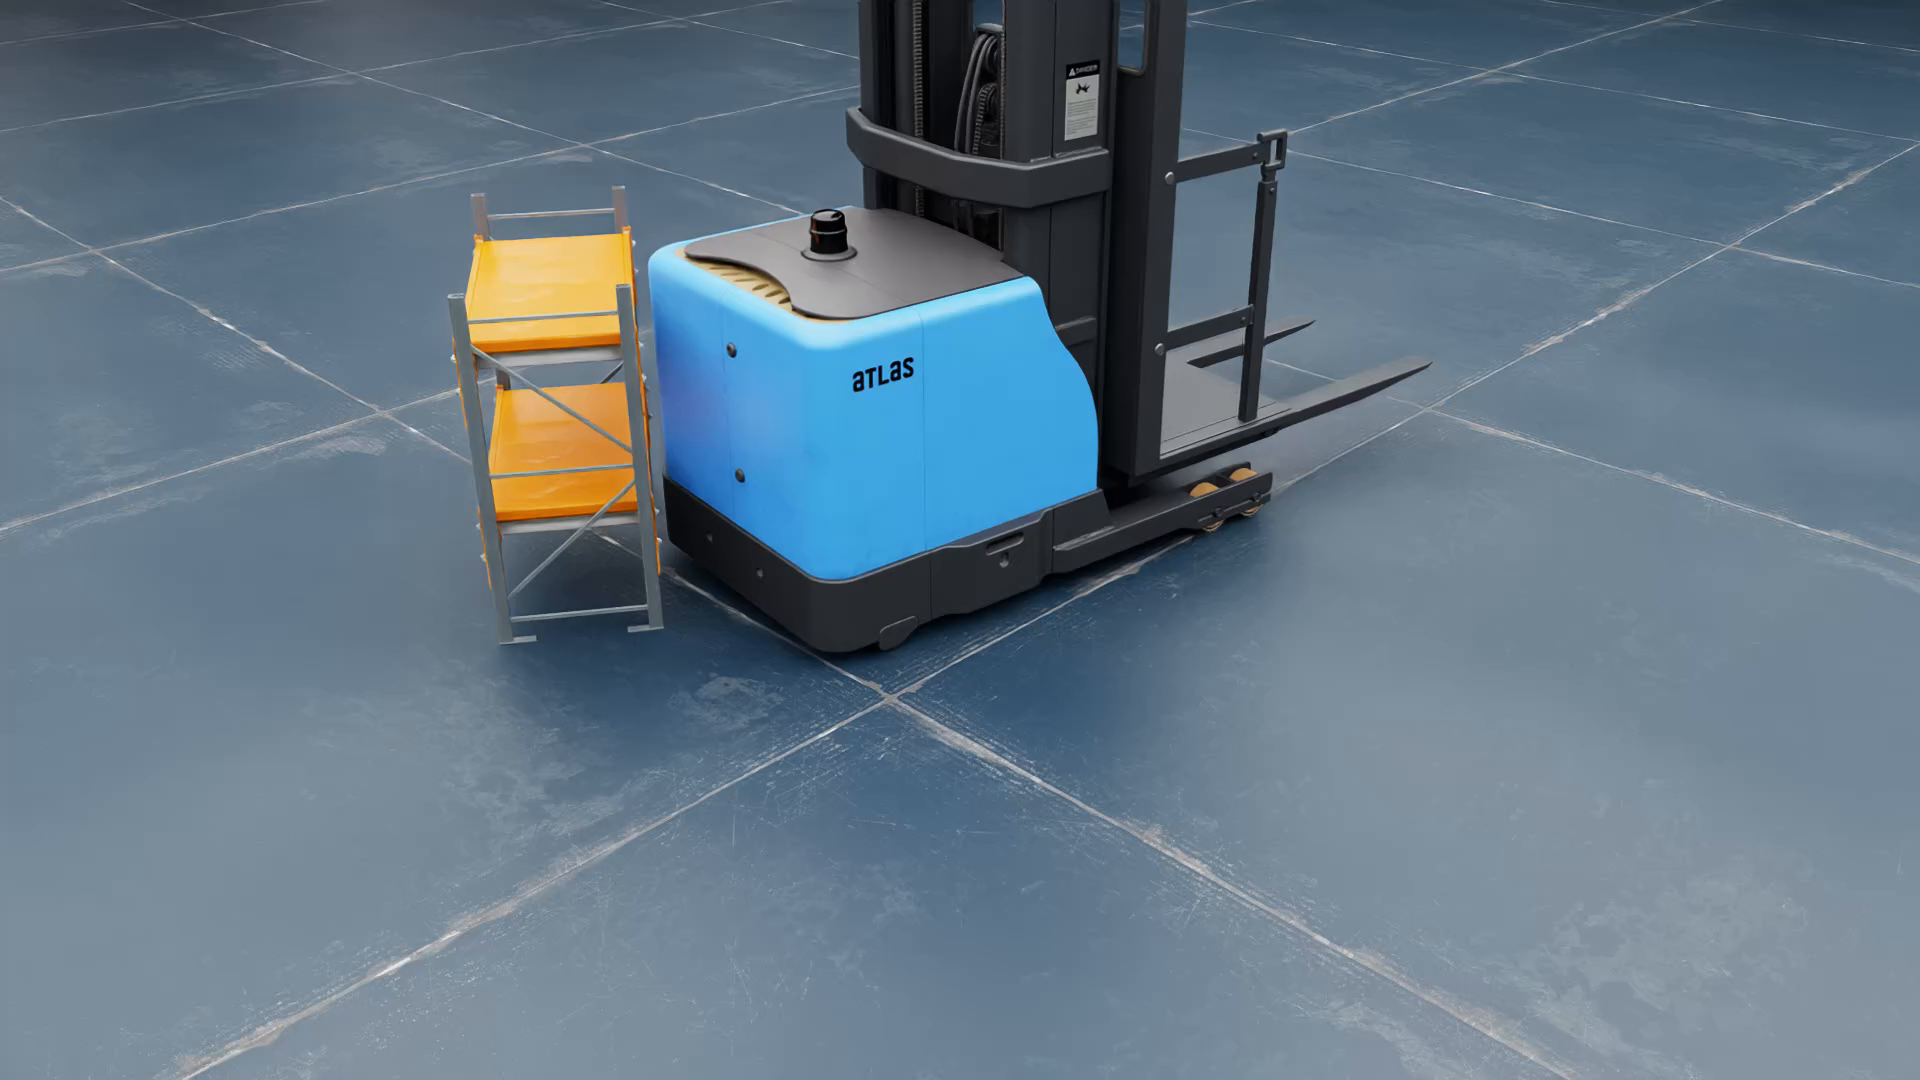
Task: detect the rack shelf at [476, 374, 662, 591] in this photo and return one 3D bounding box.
[{"bbox_3d":[-1.275,-0.217,5.480,0.538,0.278,1.000,-5,28,-10],"label":"rack shelf"}]

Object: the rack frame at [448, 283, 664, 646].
[{"bbox_3d":[-1.178,-0.201,4.924,0.500,1.125,0.032,-5,28,-10],"label":"rack frame"}]

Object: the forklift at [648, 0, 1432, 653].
[{"bbox_3d":[0.486,-1.502,5.458,3.031,2.935,1.130,-20,34,-33],"label":"forklift"}]

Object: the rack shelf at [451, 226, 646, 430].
[{"bbox_3d":[-1.275,-0.693,5.230,0.538,0.278,1.000,-5,28,-10],"label":"rack shelf"}]

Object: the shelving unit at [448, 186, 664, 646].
[{"bbox_3d":[-1.275,-0.434,5.366,0.538,1.125,1.048,-5,28,-10],"label":"shelving unit"}]

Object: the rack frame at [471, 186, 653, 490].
[{"bbox_3d":[-1.372,-0.666,5.808,0.500,1.125,0.032,-5,28,-10],"label":"rack frame"}]
